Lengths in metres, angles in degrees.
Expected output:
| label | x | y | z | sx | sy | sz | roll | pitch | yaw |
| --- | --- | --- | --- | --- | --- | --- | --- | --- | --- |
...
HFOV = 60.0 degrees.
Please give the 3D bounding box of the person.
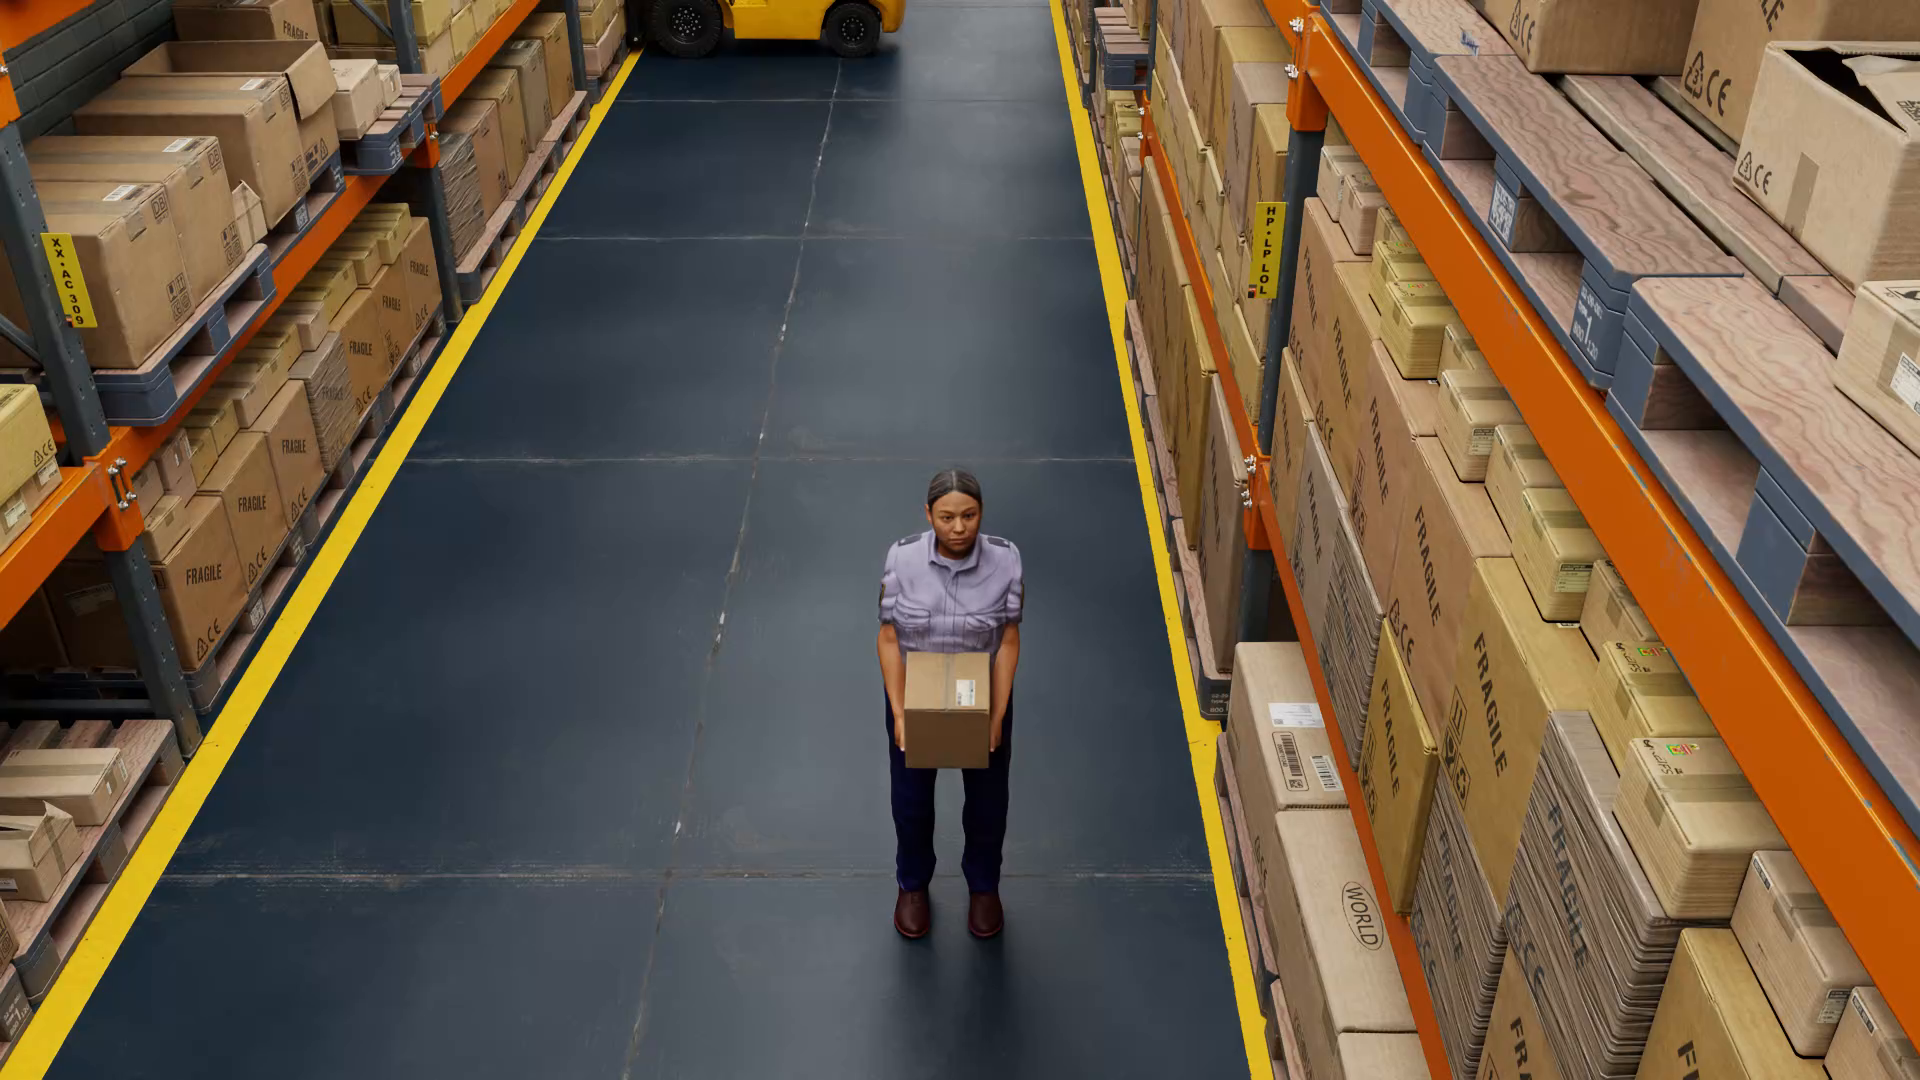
| label | x | y | z | sx | sy | sz | roll | pitch | yaw |
| --- | --- | --- | --- | --- | --- | --- | --- | --- | --- |
| person | -0.030 | 0.565 | 5.246 | 0.452 | 1.640 | 0.517 | 0 | 32 | 1 |
